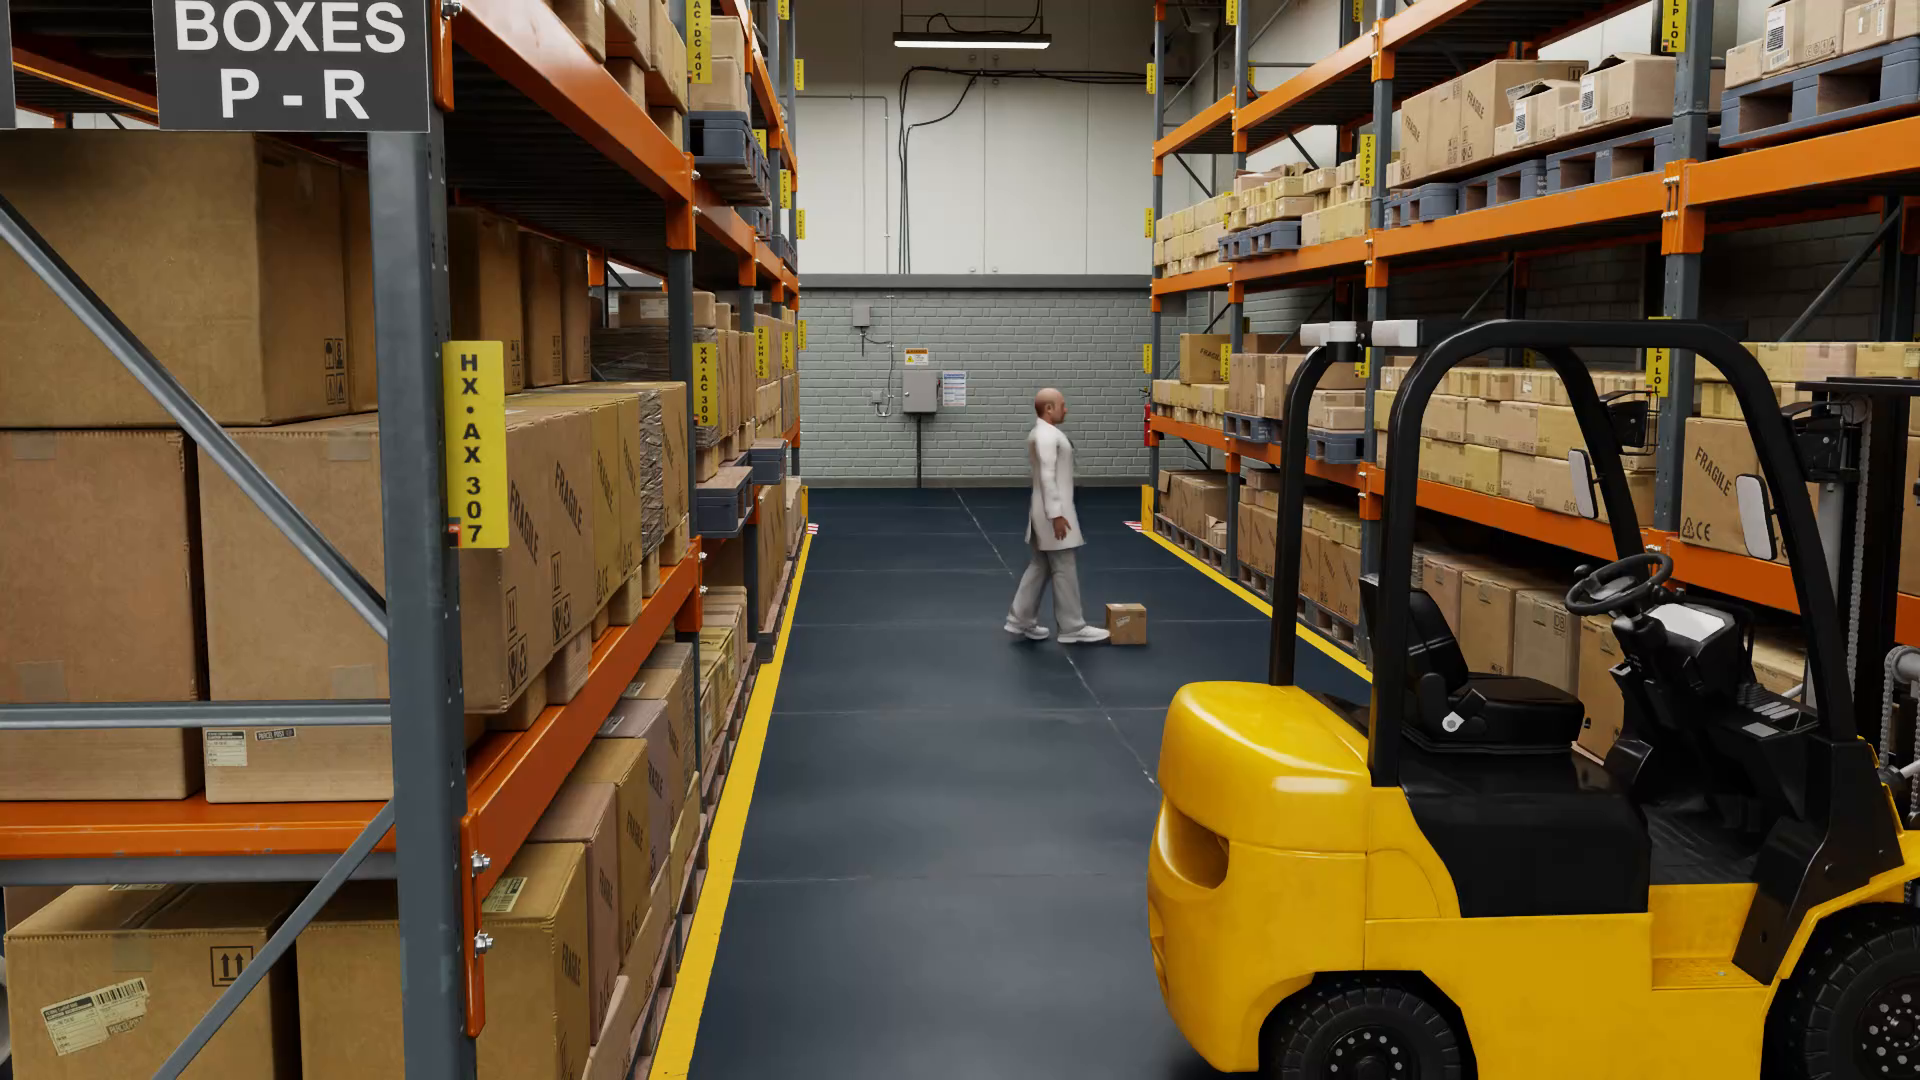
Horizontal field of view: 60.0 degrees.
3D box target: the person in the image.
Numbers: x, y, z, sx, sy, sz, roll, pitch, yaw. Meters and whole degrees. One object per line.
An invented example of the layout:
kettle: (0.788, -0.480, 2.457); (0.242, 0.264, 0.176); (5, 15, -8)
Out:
person: (0.683, -0.110, 11.654); (0.739, 1.693, 0.604); (0, 7, -3)
